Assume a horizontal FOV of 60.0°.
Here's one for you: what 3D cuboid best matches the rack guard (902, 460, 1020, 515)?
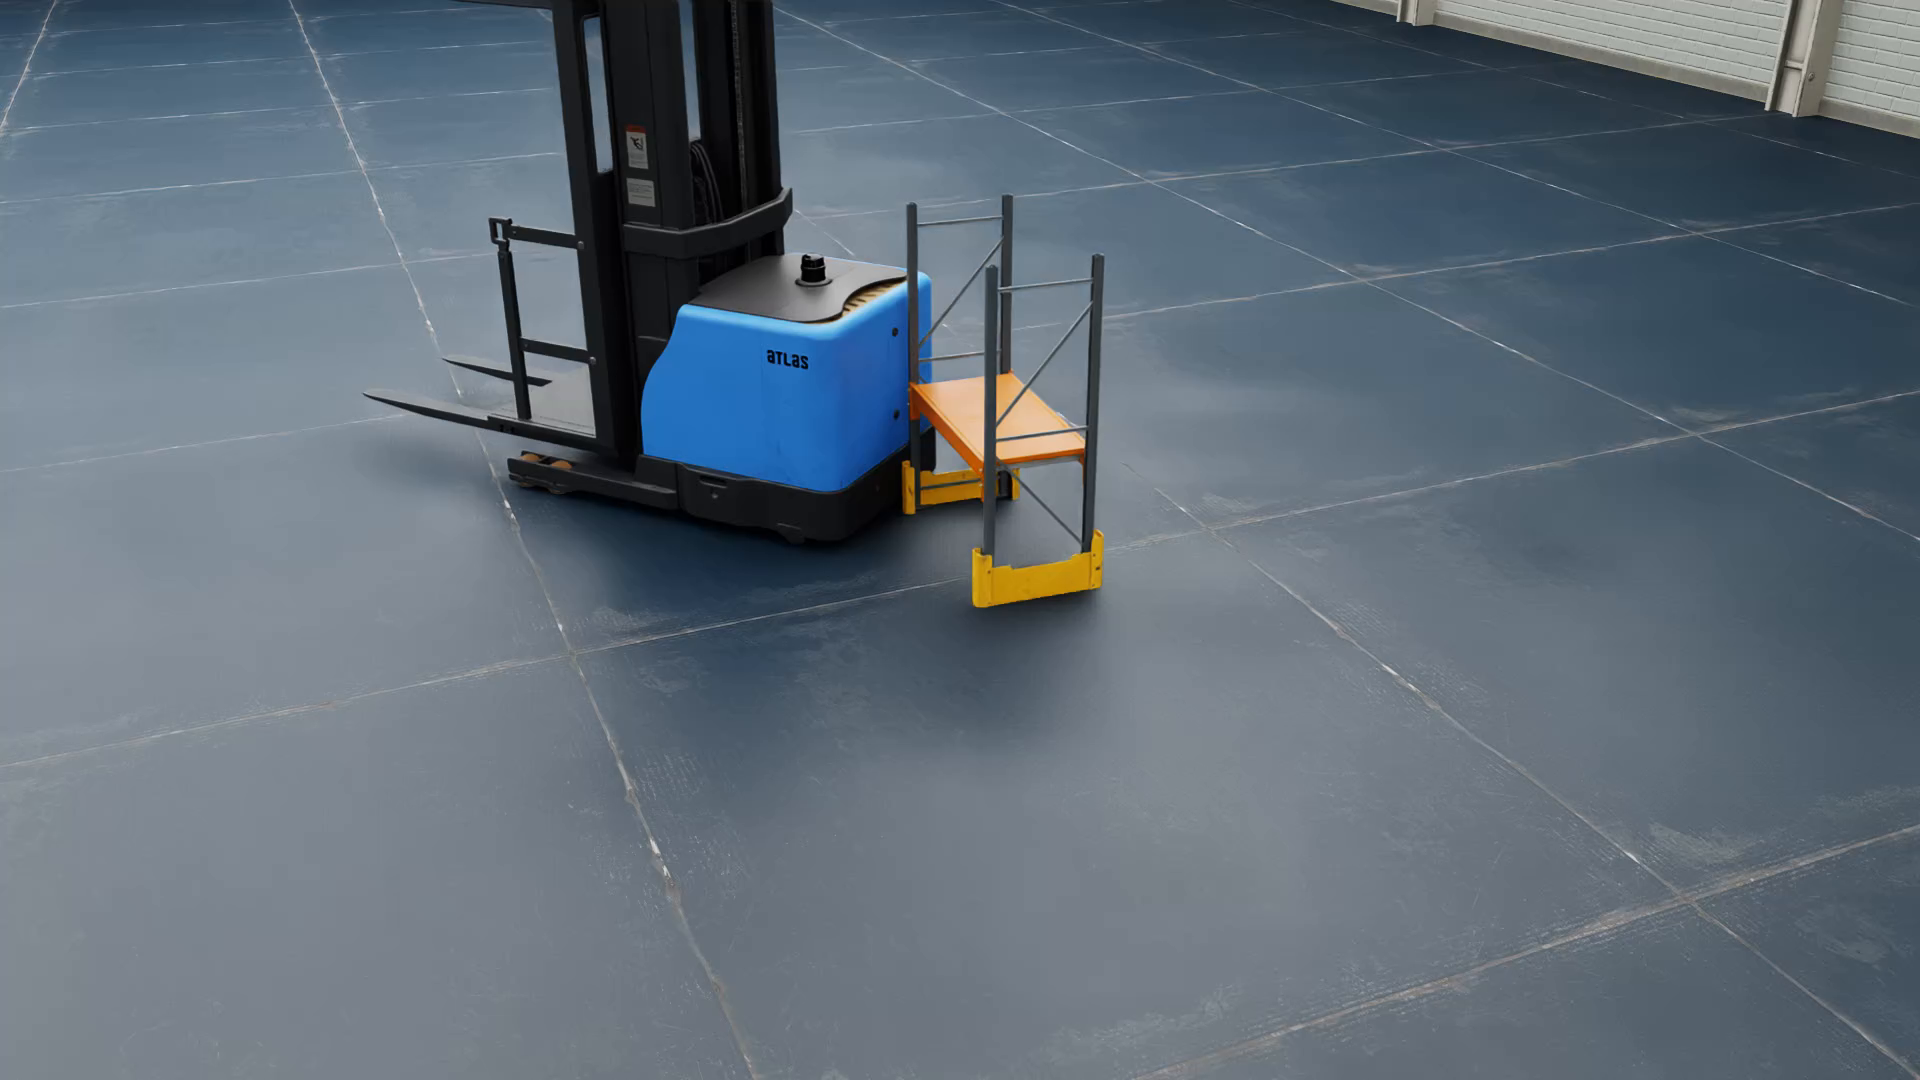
[{"bbox_3d":[0.006,-0.288,8.055,0.587,0.250,0.087,-9,27,-17],"label":"rack guard"}]

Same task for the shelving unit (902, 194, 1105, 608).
[{"bbox_3d":[0.173,-0.644,7.359,0.587,1.500,1.083,-9,27,-17],"label":"shelving unit"}]

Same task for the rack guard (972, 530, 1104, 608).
[{"bbox_3d":[0.339,0.124,7.211,0.587,0.250,0.087,-9,27,-17],"label":"rack guard"}]

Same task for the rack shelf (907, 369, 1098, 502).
[{"bbox_3d":[0.170,-0.486,7.446,0.538,0.185,1.000,-9,27,-17],"label":"rack shelf"}]

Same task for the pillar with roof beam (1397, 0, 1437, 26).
[{"bbox_3d":[1.888,-9.946,17.864,9.100,9.000,0.400,-11,28,-21],"label":"pillar with roof beam"}]

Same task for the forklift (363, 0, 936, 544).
[{"bbox_3d":[-1.674,-1.732,7.957,3.031,2.935,1.130,12,29,24],"label":"forklift"}]

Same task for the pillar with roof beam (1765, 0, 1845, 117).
[{"bbox_3d":[4.238,-7.524,12.903,9.100,9.000,0.400,-11,28,-21],"label":"pillar with roof beam"}]

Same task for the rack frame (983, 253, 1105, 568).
[{"bbox_3d":[0.339,-0.437,6.936,0.500,1.500,0.032,-9,27,-17],"label":"rack frame"}]

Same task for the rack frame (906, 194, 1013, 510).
[{"bbox_3d":[0.000,-0.858,7.797,0.500,1.500,0.032,-9,27,-17],"label":"rack frame"}]
